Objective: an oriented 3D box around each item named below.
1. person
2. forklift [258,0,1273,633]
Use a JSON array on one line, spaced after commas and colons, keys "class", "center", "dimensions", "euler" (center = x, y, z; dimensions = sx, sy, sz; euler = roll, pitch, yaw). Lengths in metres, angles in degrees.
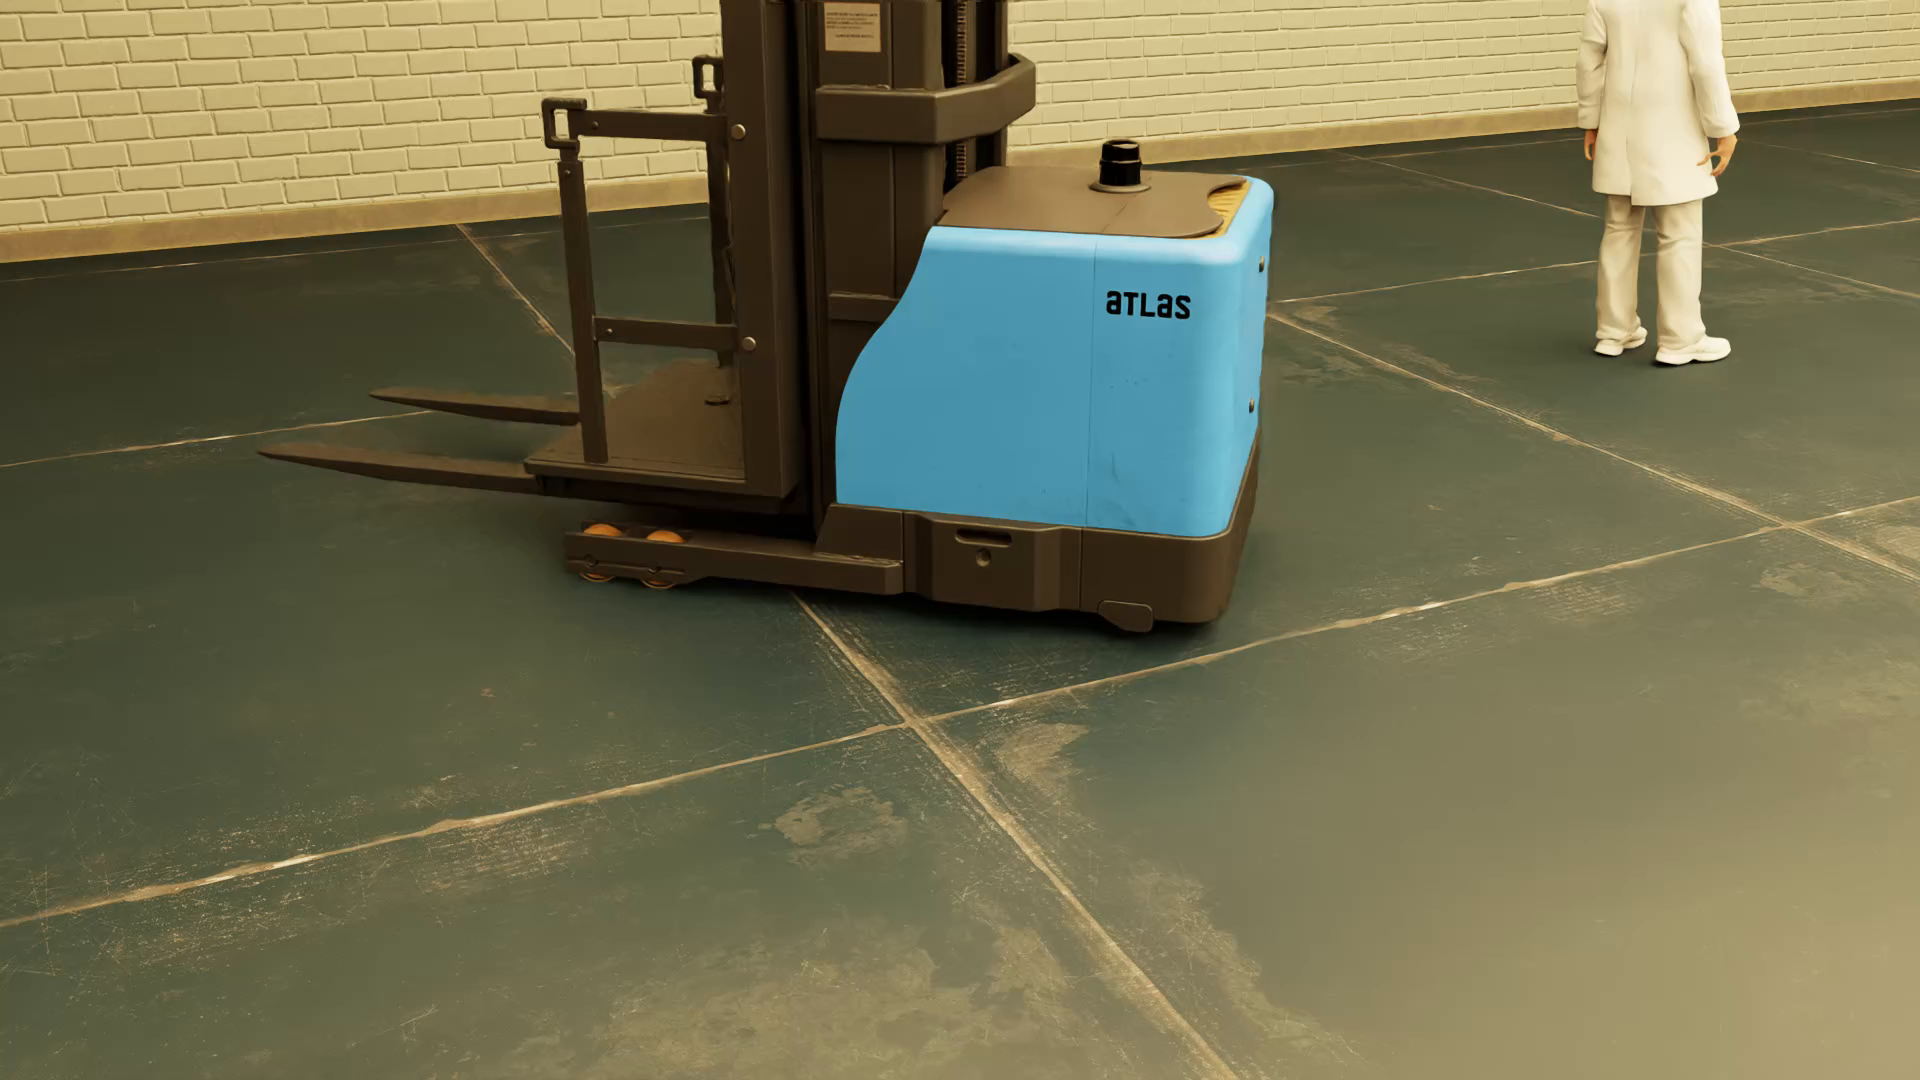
[{"class": "person", "center": [2.827, -1.620, 6.680], "dimensions": [0.566, 1.781, 0.692], "euler": [-15, 27, -32]}, {"class": "forklift", "center": [-0.646, -1.400, 4.656], "dimensions": [3.031, 2.935, 1.130], "euler": [6, 23, 14]}]
